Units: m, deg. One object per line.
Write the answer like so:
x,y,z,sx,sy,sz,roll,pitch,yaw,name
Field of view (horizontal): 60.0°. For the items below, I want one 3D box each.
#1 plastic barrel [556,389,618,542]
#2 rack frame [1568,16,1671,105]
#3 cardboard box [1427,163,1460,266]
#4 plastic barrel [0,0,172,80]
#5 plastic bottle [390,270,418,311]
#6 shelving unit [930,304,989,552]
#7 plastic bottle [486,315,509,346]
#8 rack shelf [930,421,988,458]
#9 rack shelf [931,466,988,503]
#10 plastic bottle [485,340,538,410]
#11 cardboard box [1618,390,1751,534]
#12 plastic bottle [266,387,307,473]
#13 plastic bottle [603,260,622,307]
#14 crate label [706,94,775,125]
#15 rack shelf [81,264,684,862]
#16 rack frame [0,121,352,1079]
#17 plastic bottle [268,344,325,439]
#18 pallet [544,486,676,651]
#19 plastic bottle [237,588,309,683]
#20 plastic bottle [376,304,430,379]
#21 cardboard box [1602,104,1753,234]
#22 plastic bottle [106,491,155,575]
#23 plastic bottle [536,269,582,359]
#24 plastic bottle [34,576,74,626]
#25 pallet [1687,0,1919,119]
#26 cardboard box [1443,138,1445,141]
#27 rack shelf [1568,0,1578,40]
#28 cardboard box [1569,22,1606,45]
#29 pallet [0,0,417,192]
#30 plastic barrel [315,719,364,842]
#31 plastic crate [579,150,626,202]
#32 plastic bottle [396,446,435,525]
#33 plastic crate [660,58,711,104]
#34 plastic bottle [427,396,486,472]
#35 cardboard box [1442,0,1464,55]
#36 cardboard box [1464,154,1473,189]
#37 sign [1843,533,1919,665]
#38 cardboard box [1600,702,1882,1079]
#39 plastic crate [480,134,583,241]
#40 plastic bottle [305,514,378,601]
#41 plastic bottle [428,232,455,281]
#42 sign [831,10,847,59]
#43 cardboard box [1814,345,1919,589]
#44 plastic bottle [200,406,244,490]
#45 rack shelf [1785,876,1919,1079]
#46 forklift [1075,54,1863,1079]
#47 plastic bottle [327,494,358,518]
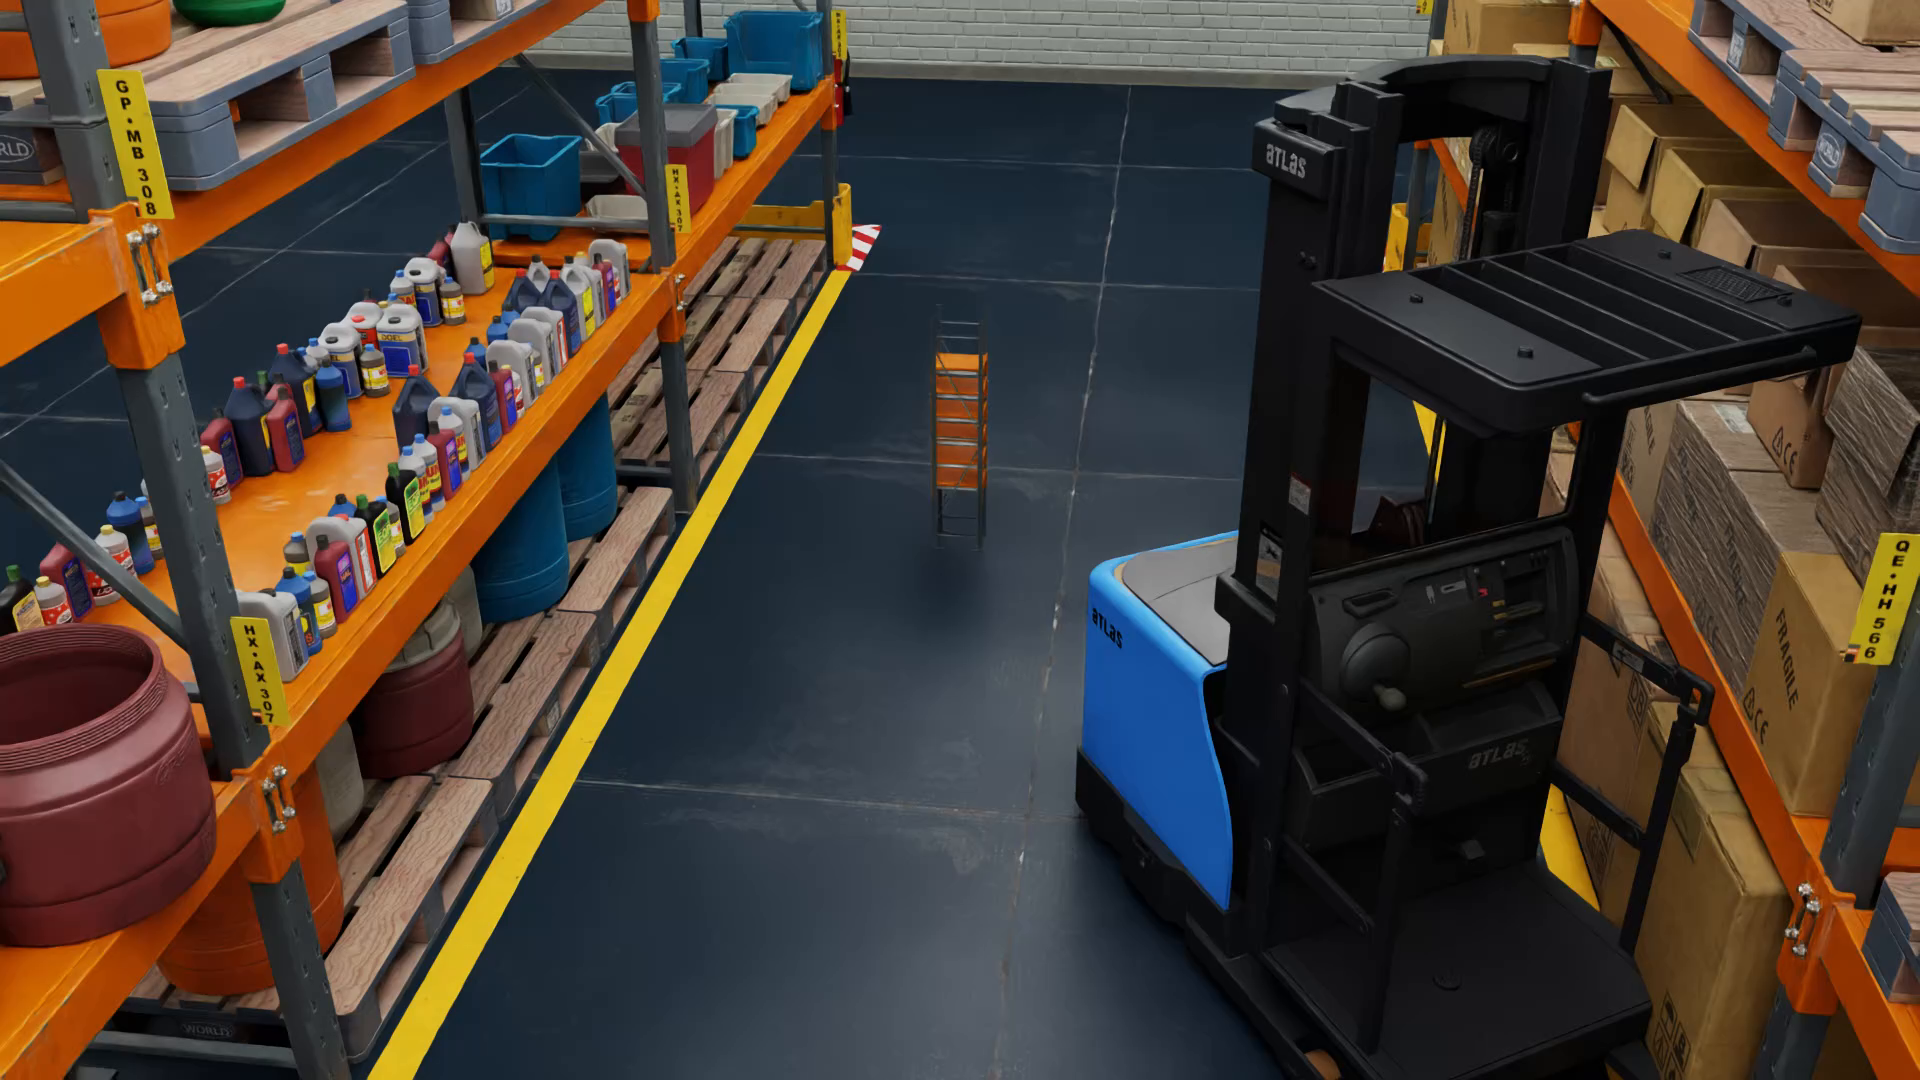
-1.941,-0.505,7.794,0.600,0.901,0.708,3,28,6,plastic barrel
3.059,-1.211,7.335,1.000,3.000,0.127,3,28,6,rack frame
3.550,-2.037,10.667,0.875,0.875,0.875,3,28,6,cardboard box
-2.275,-1.577,3.957,0.600,0.830,0.708,3,28,6,plastic barrel
-2.378,-1.021,7.119,0.097,0.271,0.097,0,28,0,plastic bottle
-0.002,-0.521,7.953,0.258,1.200,0.189,3,28,6,shelving unit
-1.834,-0.764,6.641,0.097,0.271,0.097,0,28,0,plastic bottle
-0.002,-0.482,7.974,0.258,0.103,0.180,3,28,6,rack shelf
-0.002,-0.271,8.088,0.258,0.103,0.180,3,28,6,rack shelf
-1.736,-0.658,6.440,0.152,0.276,0.135,3,28,6,plastic bottle
2.574,-0.337,5.608,0.500,0.500,0.500,4,29,7,cardboard box
-2.415,-0.396,5.946,0.061,0.283,0.133,3,28,6,plastic bottle
-1.572,-1.151,7.433,0.097,0.201,0.097,0,28,0,plastic bottle
-1.347,-2.630,10.183,0.396,0.136,0.243,3,28,6,crate label
-2.102,-0.241,6.293,1.077,0.370,4.000,3,28,6,rack shelf
-2.347,0.384,4.375,1.000,3.000,0.127,3,28,6,rack frame
-2.481,-0.570,6.197,0.144,0.351,0.185,3,28,6,plastic bottle
-1.993,0.090,7.861,1.003,0.211,1.213,3,28,6,pallet
-1.973,0.254,4.747,0.152,0.276,0.135,3,28,6,plastic bottle
-2.254,-0.804,6.710,0.152,0.276,0.135,3,28,6,plastic bottle
2.988,-1.395,6.515,0.797,0.503,0.637,3,28,5,cardboard box
-2.637,-0.028,5.275,0.097,0.271,0.097,0,28,0,plastic bottle
-1.668,-0.938,6.881,0.144,0.351,0.185,3,28,6,plastic bottle
-2.689,0.203,4.920,0.097,0.201,0.097,0,28,0,plastic bottle
2.729,-1.398,4.719,1.003,0.211,1.213,5,29,9,pallet
3.086,-2.471,9.939,0.380,0.149,0.250,3,28,5,cardboard box
3.304,-3.156,8.542,1.077,0.370,4.000,3,28,6,rack shelf
3.750,-3.244,10.163,0.500,0.500,0.500,4,29,7,cardboard box
-2.156,-1.208,4.366,1.003,0.211,1.213,3,28,6,pallet
-2.324,0.792,5.797,0.421,0.512,0.421,0,28,0,plastic barrel
-1.987,-1.947,8.927,0.437,0.125,0.590,3,28,6,plastic crate
-1.831,-0.186,5.569,0.097,0.271,0.097,0,28,0,plastic bottle
-1.805,-2.927,10.634,0.416,0.233,0.300,3,28,6,plastic crate
-1.803,-0.399,5.959,0.152,0.276,0.135,3,28,6,plastic bottle
3.161,-3.043,9.790,0.500,0.500,0.500,3,28,5,cardboard box
2.960,-1.988,9.042,0.380,0.149,0.250,4,29,7,cardboard box
2.017,0.131,3.623,0.100,0.325,0.005,3,28,6,sign
2.674,1.099,4.845,1.225,0.875,0.875,2,28,4,cardboard box
-2.138,-1.758,8.304,0.392,0.384,0.575,3,28,6,plastic crate
-1.917,0.036,5.151,0.152,0.276,0.135,3,28,6,plastic bottle
-2.342,-1.237,7.506,0.061,0.283,0.133,3,28,6,plastic bottle
-0.819,-3.429,11.281,0.100,0.325,0.005,3,28,6,sign
2.674,-0.157,4.216,0.797,0.503,0.637,4,29,8,cardboard box
-2.581,-0.318,5.800,0.061,0.283,0.133,3,28,6,plastic bottle
2.323,1.930,2.263,1.077,0.370,4.000,3,28,6,rack shelf
1.506,0.276,4.647,1.130,2.935,3.031,-12,31,-21,forklift
-1.936,-0.019,5.257,0.097,0.271,0.097,0,28,0,plastic bottle
